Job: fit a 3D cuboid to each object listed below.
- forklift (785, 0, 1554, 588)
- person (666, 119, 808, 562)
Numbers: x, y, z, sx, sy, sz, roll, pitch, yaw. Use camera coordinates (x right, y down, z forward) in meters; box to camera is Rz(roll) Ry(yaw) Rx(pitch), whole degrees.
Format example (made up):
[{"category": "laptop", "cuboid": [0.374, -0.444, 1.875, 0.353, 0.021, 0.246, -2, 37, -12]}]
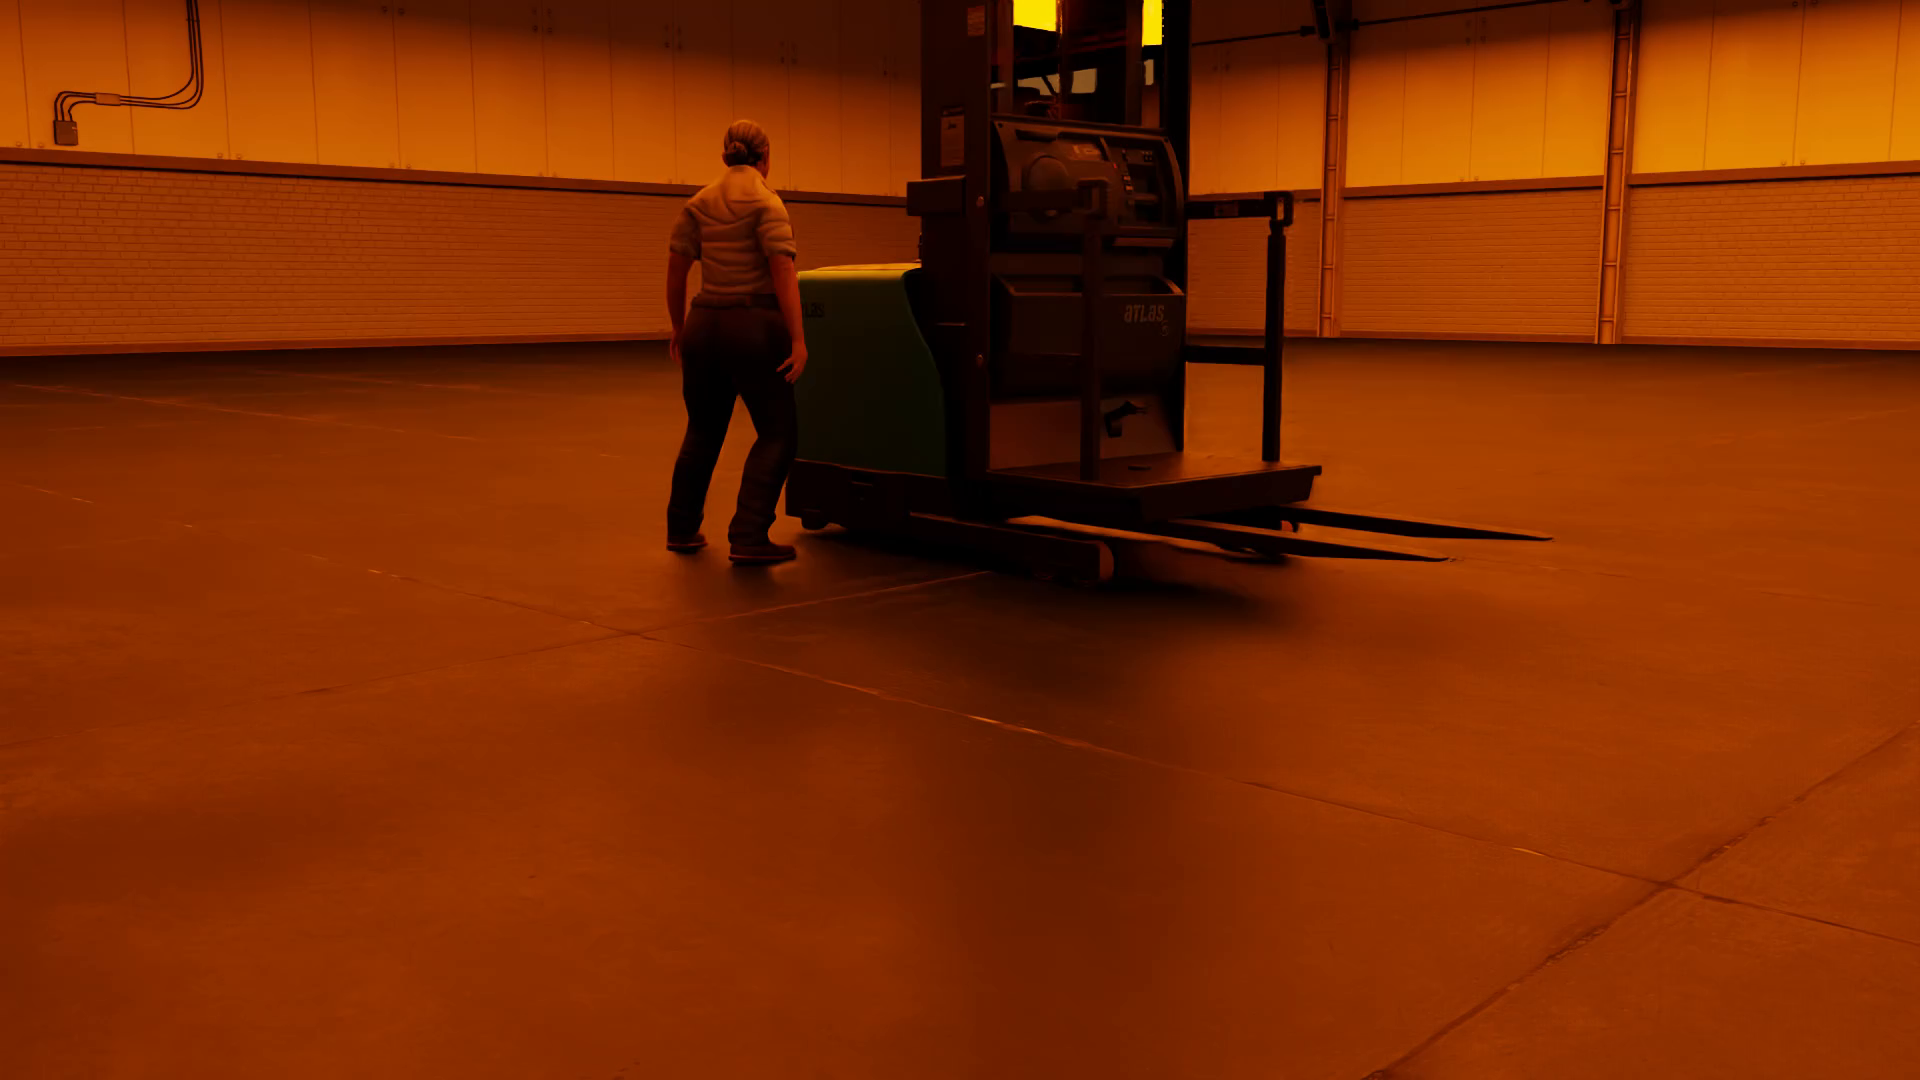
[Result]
[{"category": "forklift", "cuboid": [0.629, -1.373, 5.989, 1.130, 2.935, 3.031, -8, 11, -41]}, {"category": "person", "cuboid": [-0.848, -0.740, 6.201, 0.778, 1.626, 0.371, 6, 10, 33]}]
